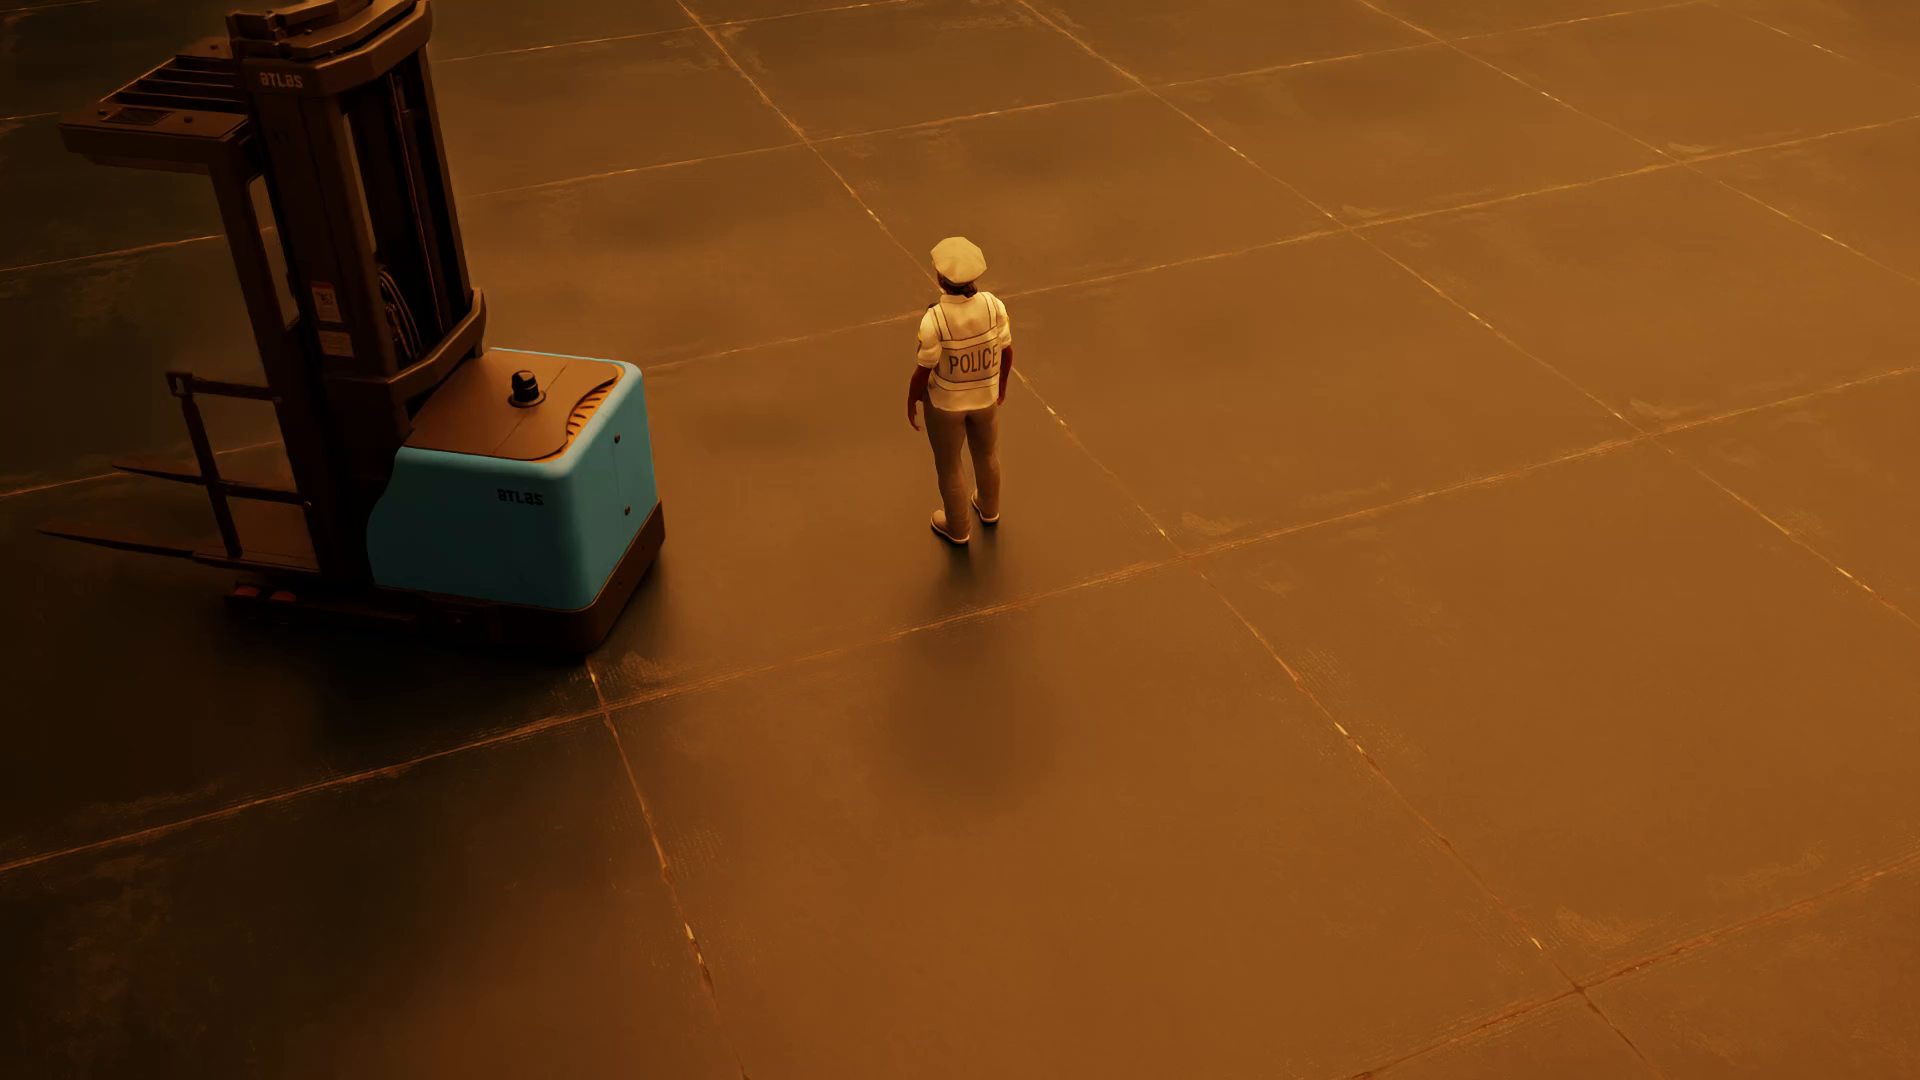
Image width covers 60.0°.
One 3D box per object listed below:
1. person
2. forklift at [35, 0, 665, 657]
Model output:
[{"bbox_3d":[-0.011,-0.741,8.195,0.569,1.695,0.530,-14,38,-19],"label":"person"},{"bbox_3d":[-3.081,-1.077,7.613,3.031,2.935,1.130,7,36,10],"label":"forklift"}]
